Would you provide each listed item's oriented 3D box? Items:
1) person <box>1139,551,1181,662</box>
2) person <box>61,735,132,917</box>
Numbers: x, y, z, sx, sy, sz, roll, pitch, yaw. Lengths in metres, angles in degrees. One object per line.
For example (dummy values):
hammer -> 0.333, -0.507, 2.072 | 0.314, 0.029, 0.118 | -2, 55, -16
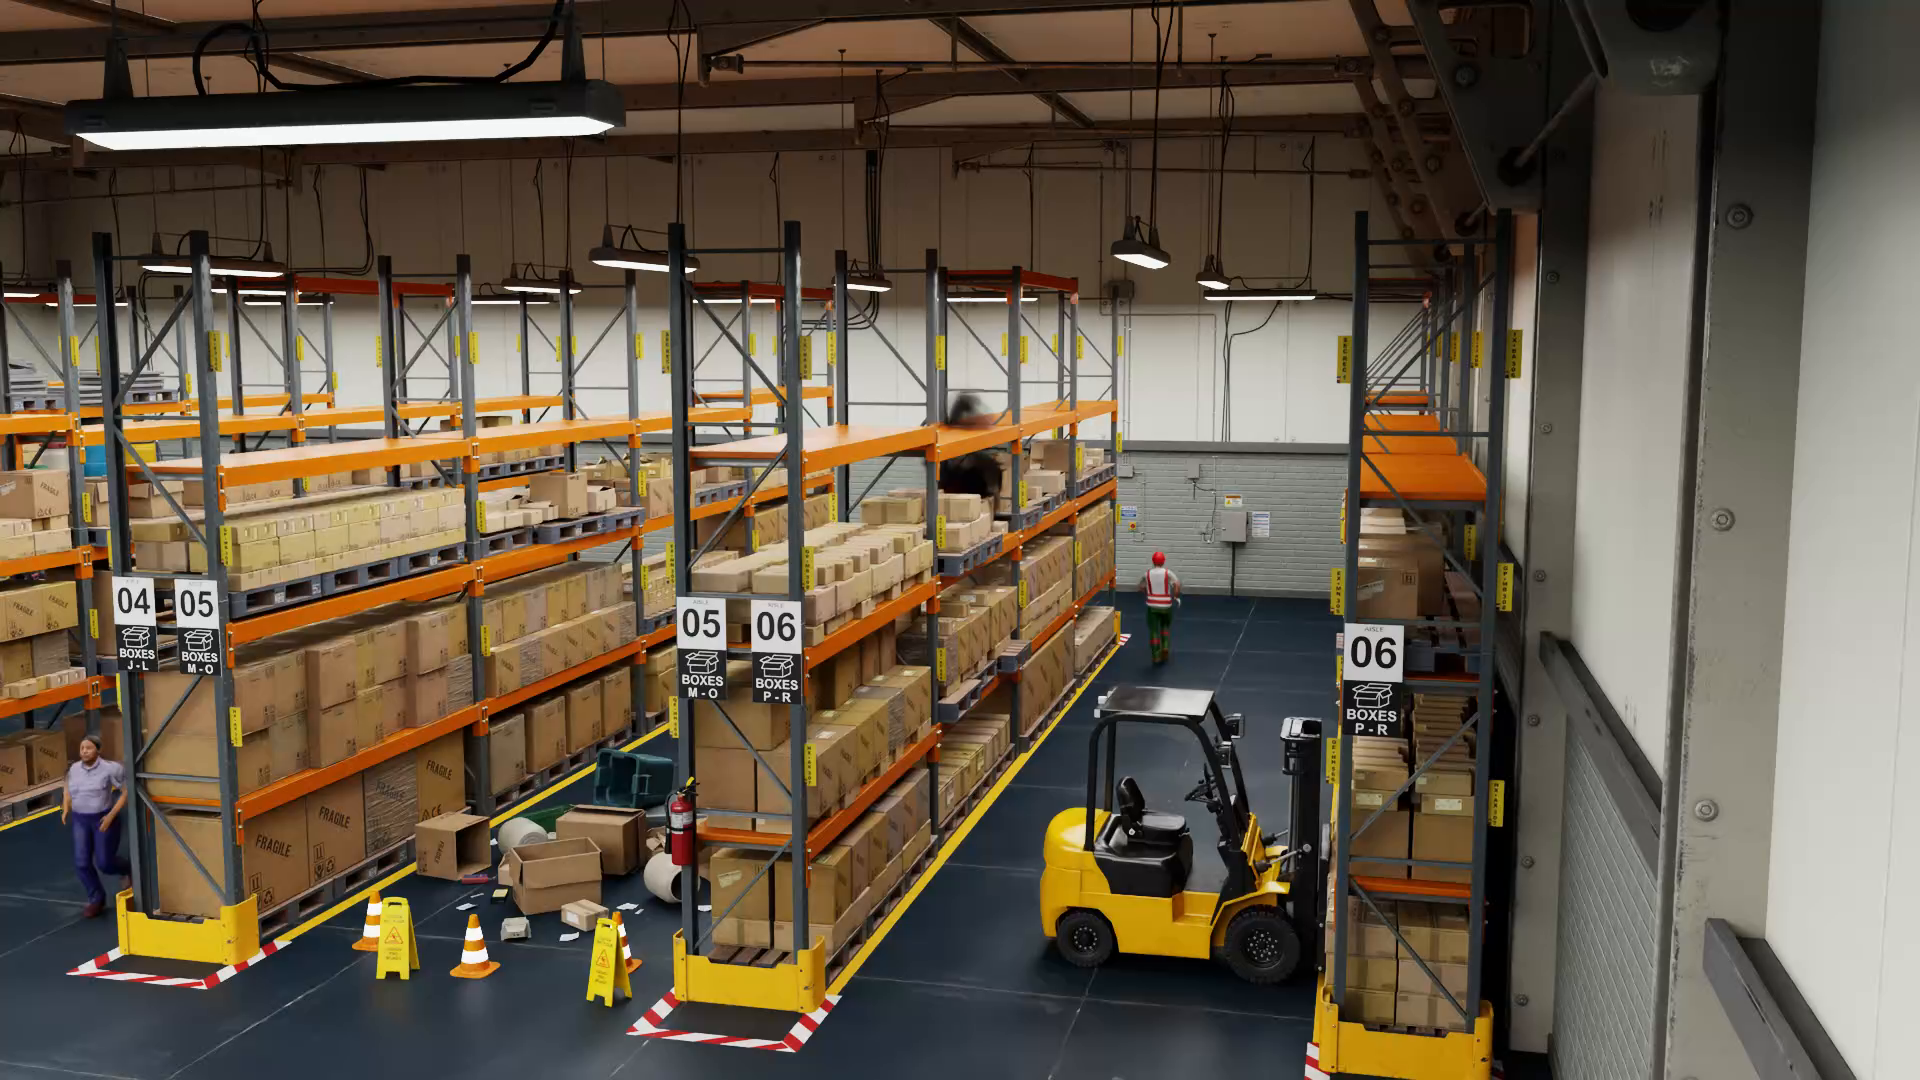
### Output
person -> 3.178, 1.056, 26.462 | 0.654, 1.781, 0.698 | 1, 7, 5
person -> -7.799, 2.550, 15.059 | 0.625, 1.596, 0.593 | 0, 7, 1
